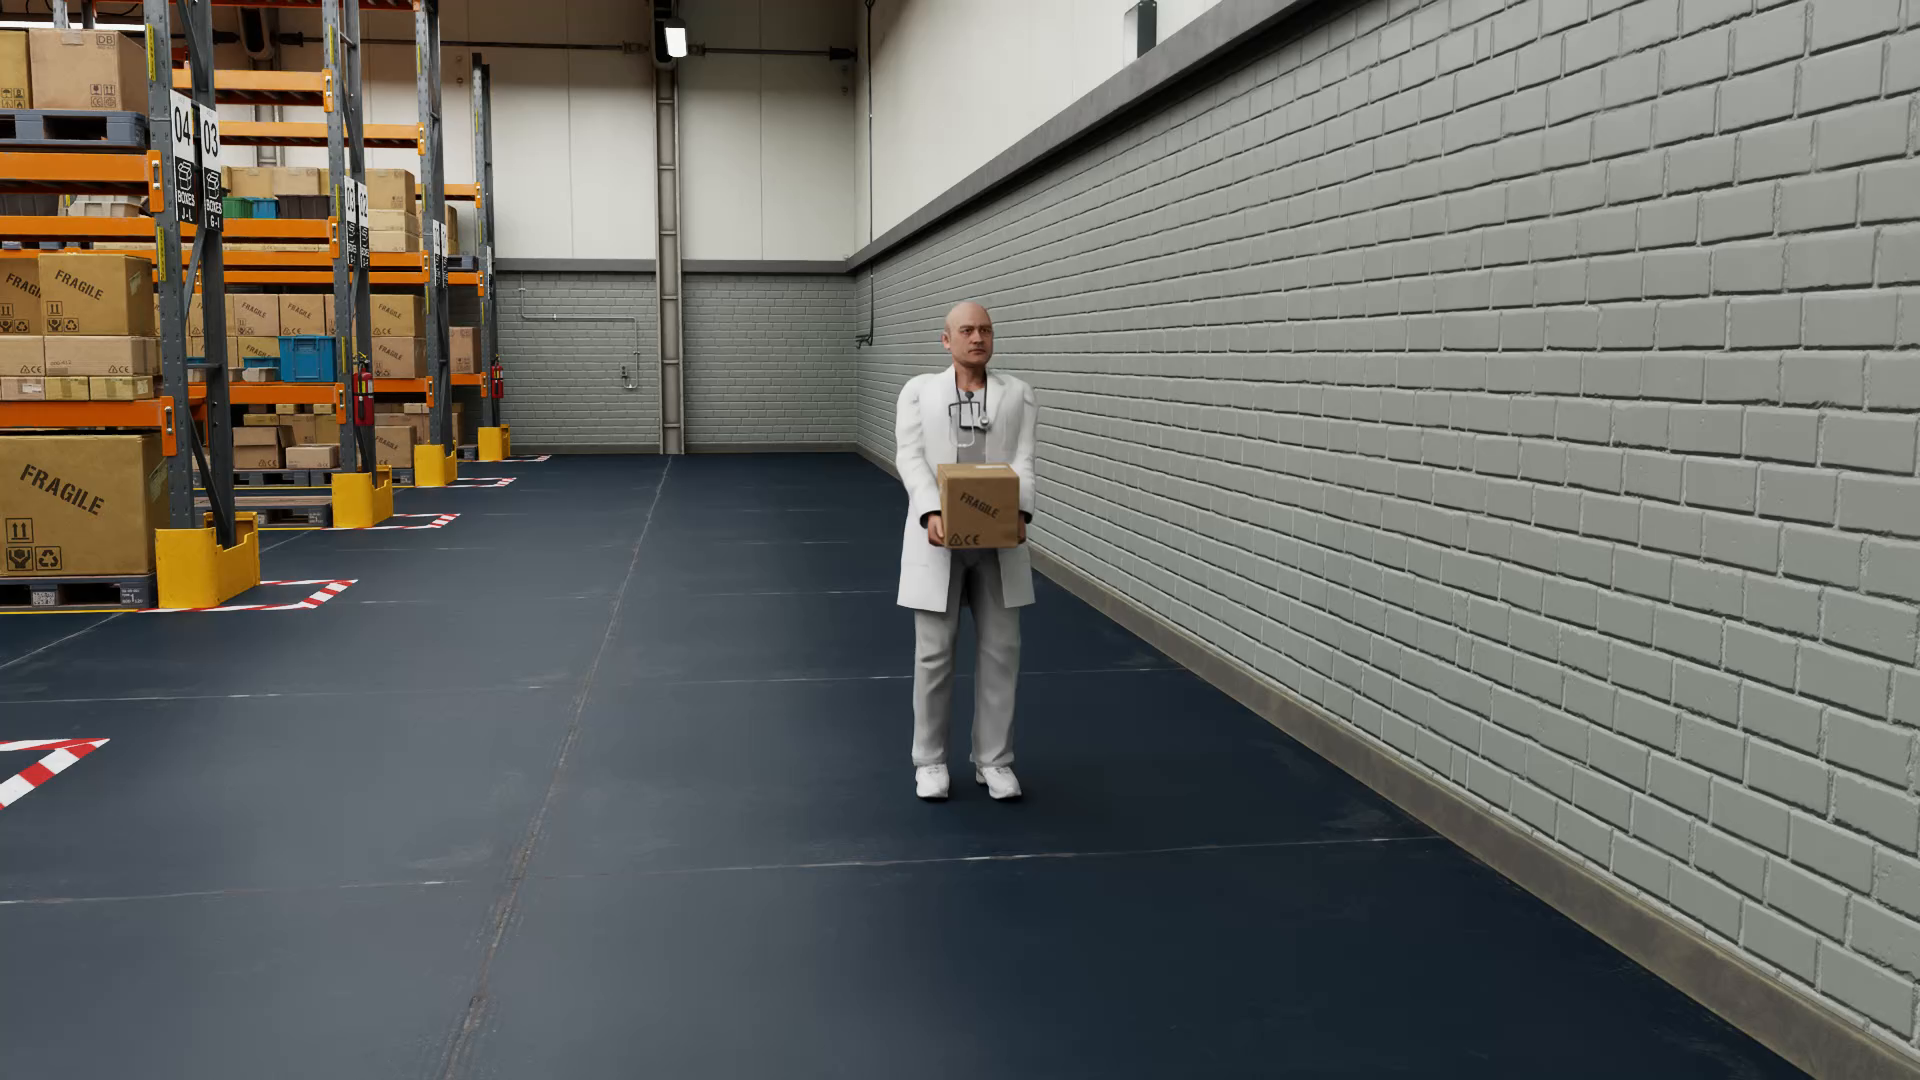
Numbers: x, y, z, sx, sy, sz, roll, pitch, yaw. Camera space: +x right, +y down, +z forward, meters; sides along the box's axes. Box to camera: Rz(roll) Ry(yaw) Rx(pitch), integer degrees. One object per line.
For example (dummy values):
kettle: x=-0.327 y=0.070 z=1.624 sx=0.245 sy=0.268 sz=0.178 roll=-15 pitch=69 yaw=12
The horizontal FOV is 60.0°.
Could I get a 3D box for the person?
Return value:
person: x=0.042 y=0.039 z=5.946 sx=0.529 sy=1.774 sz=0.550 roll=-1 pitch=6 yaw=-8
